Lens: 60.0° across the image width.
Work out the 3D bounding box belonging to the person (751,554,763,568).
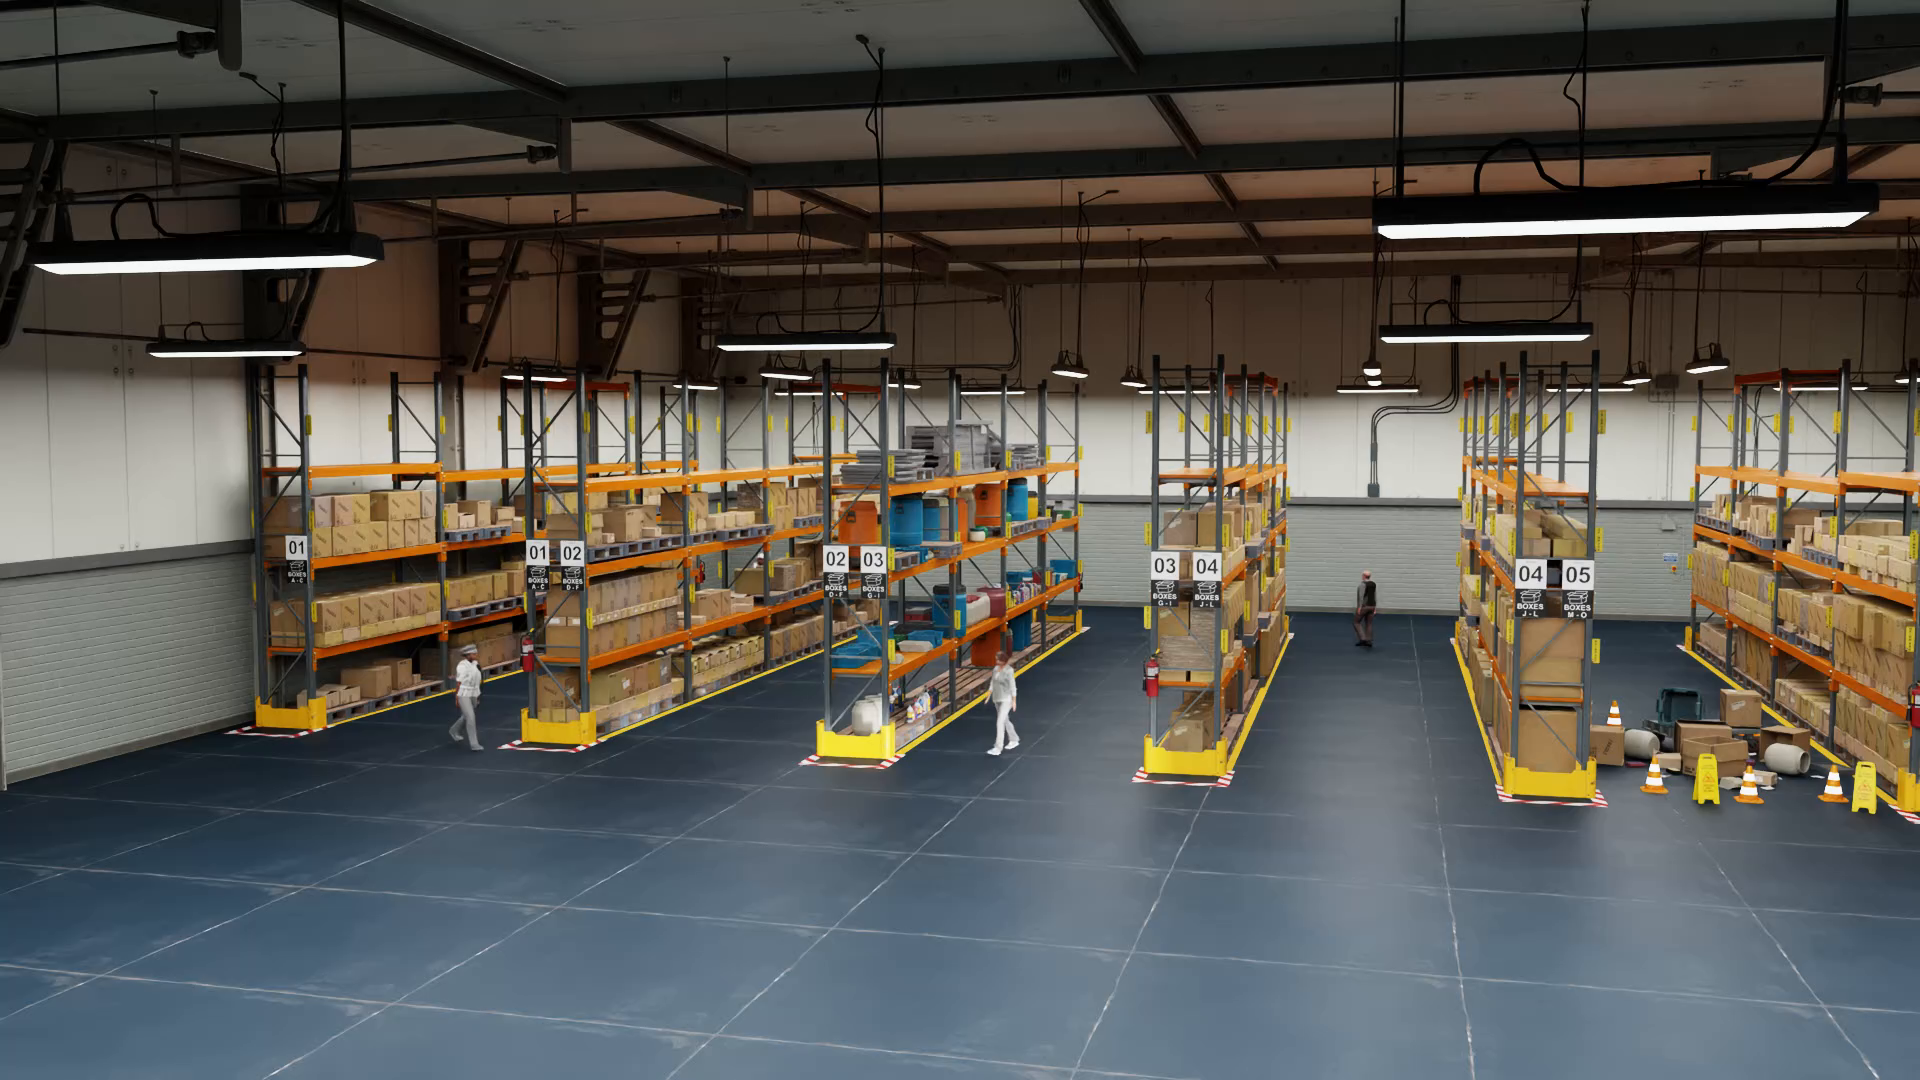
[{"bbox_3d":[-5.143,1.176,43.369,0.676,1.680,0.657,2,4,22],"label":"person"}]

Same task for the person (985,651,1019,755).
[{"bbox_3d":[0.645,2.488,25.384,0.817,1.518,0.426,-3,5,-37],"label":"person"}]

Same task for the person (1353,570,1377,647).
[{"bbox_3d":[9.197,1.549,37.688,0.569,1.733,0.398,-2,5,-32],"label":"person"}]

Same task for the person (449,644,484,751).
[{"bbox_3d":[-7.660,2.406,25.774,1.021,1.620,0.456,3,5,36],"label":"person"}]
